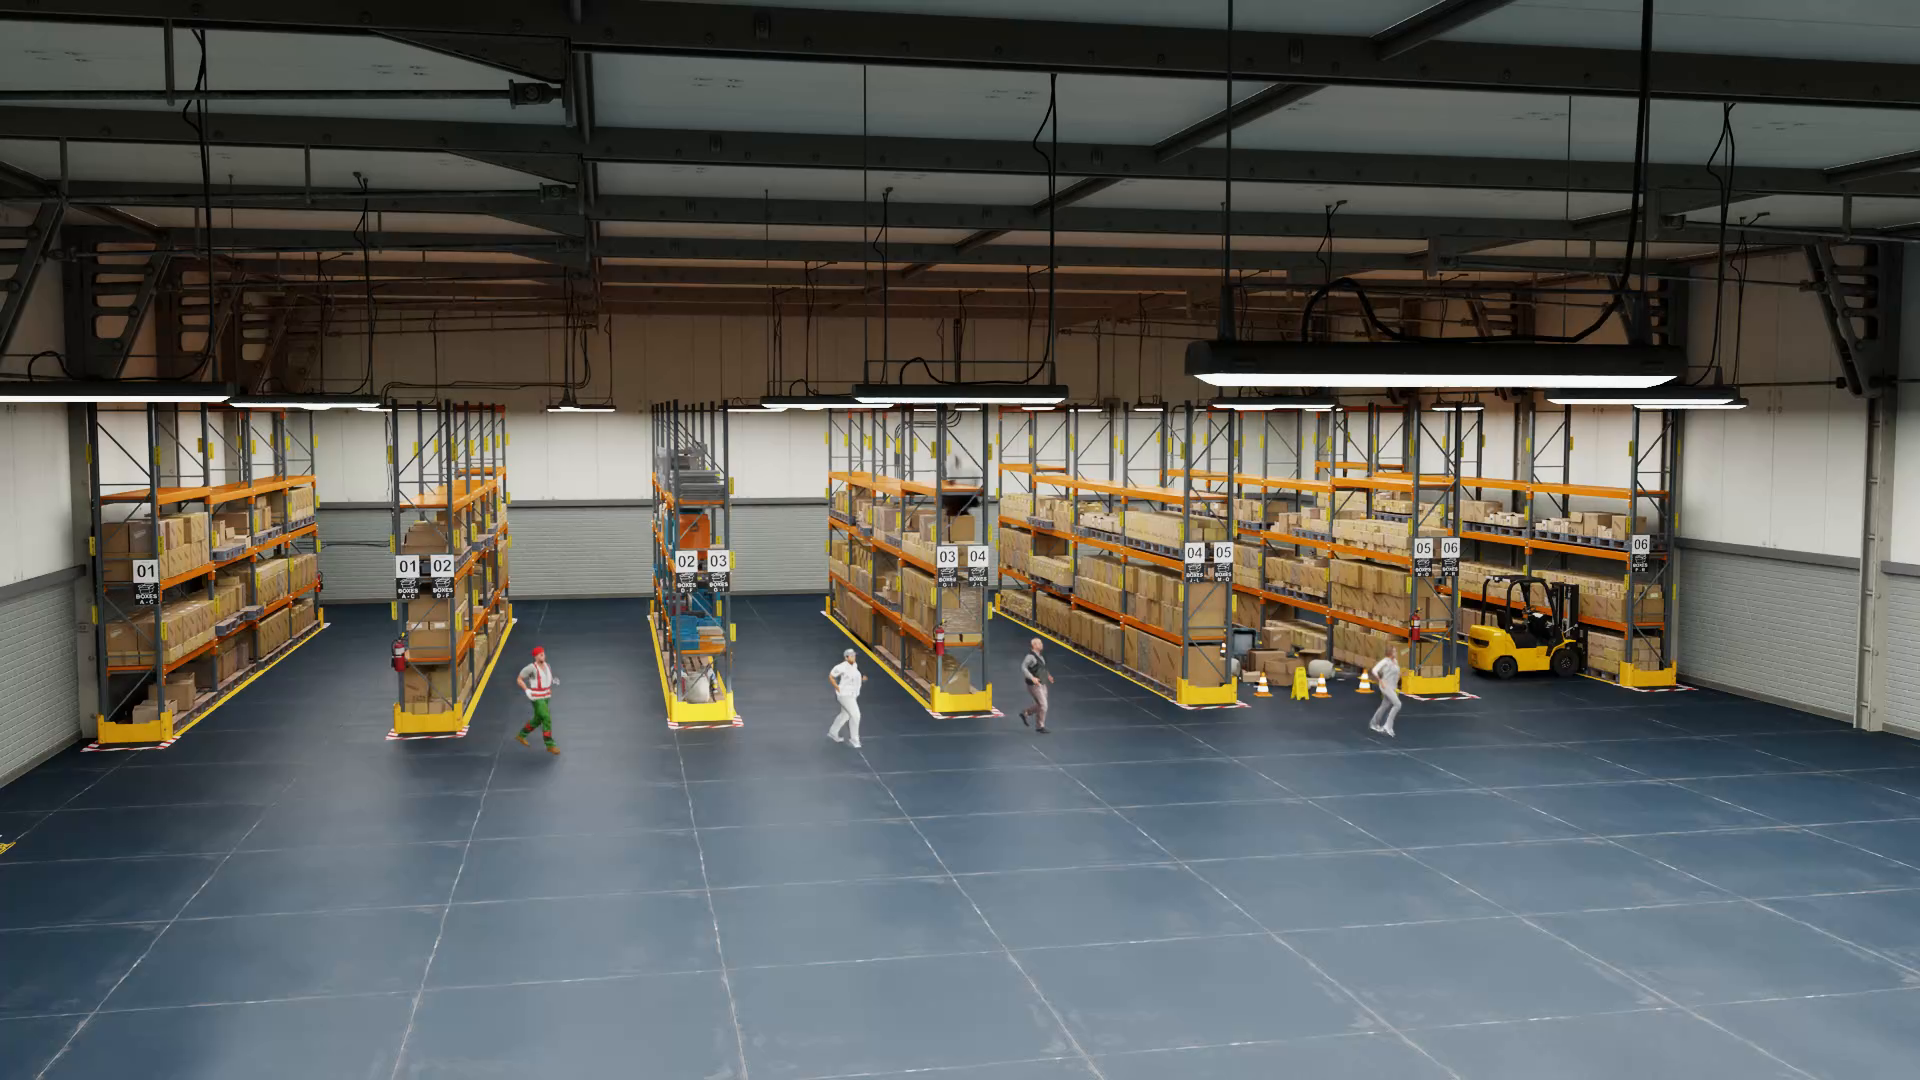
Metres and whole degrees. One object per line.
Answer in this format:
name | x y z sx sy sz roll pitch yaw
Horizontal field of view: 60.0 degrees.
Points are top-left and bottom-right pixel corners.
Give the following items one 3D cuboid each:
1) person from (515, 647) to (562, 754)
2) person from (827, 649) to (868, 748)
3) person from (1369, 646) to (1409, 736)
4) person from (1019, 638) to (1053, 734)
person | -7.135 2.698 28.204 0.929 1.802 0.634 2 5 20
person | -1.956 2.737 28.826 0.762 1.733 0.576 2 5 23
person | 7.688 2.695 29.763 0.688 1.630 0.496 3 5 35
person | 1.333 2.617 29.996 0.705 1.706 0.681 2 5 30
